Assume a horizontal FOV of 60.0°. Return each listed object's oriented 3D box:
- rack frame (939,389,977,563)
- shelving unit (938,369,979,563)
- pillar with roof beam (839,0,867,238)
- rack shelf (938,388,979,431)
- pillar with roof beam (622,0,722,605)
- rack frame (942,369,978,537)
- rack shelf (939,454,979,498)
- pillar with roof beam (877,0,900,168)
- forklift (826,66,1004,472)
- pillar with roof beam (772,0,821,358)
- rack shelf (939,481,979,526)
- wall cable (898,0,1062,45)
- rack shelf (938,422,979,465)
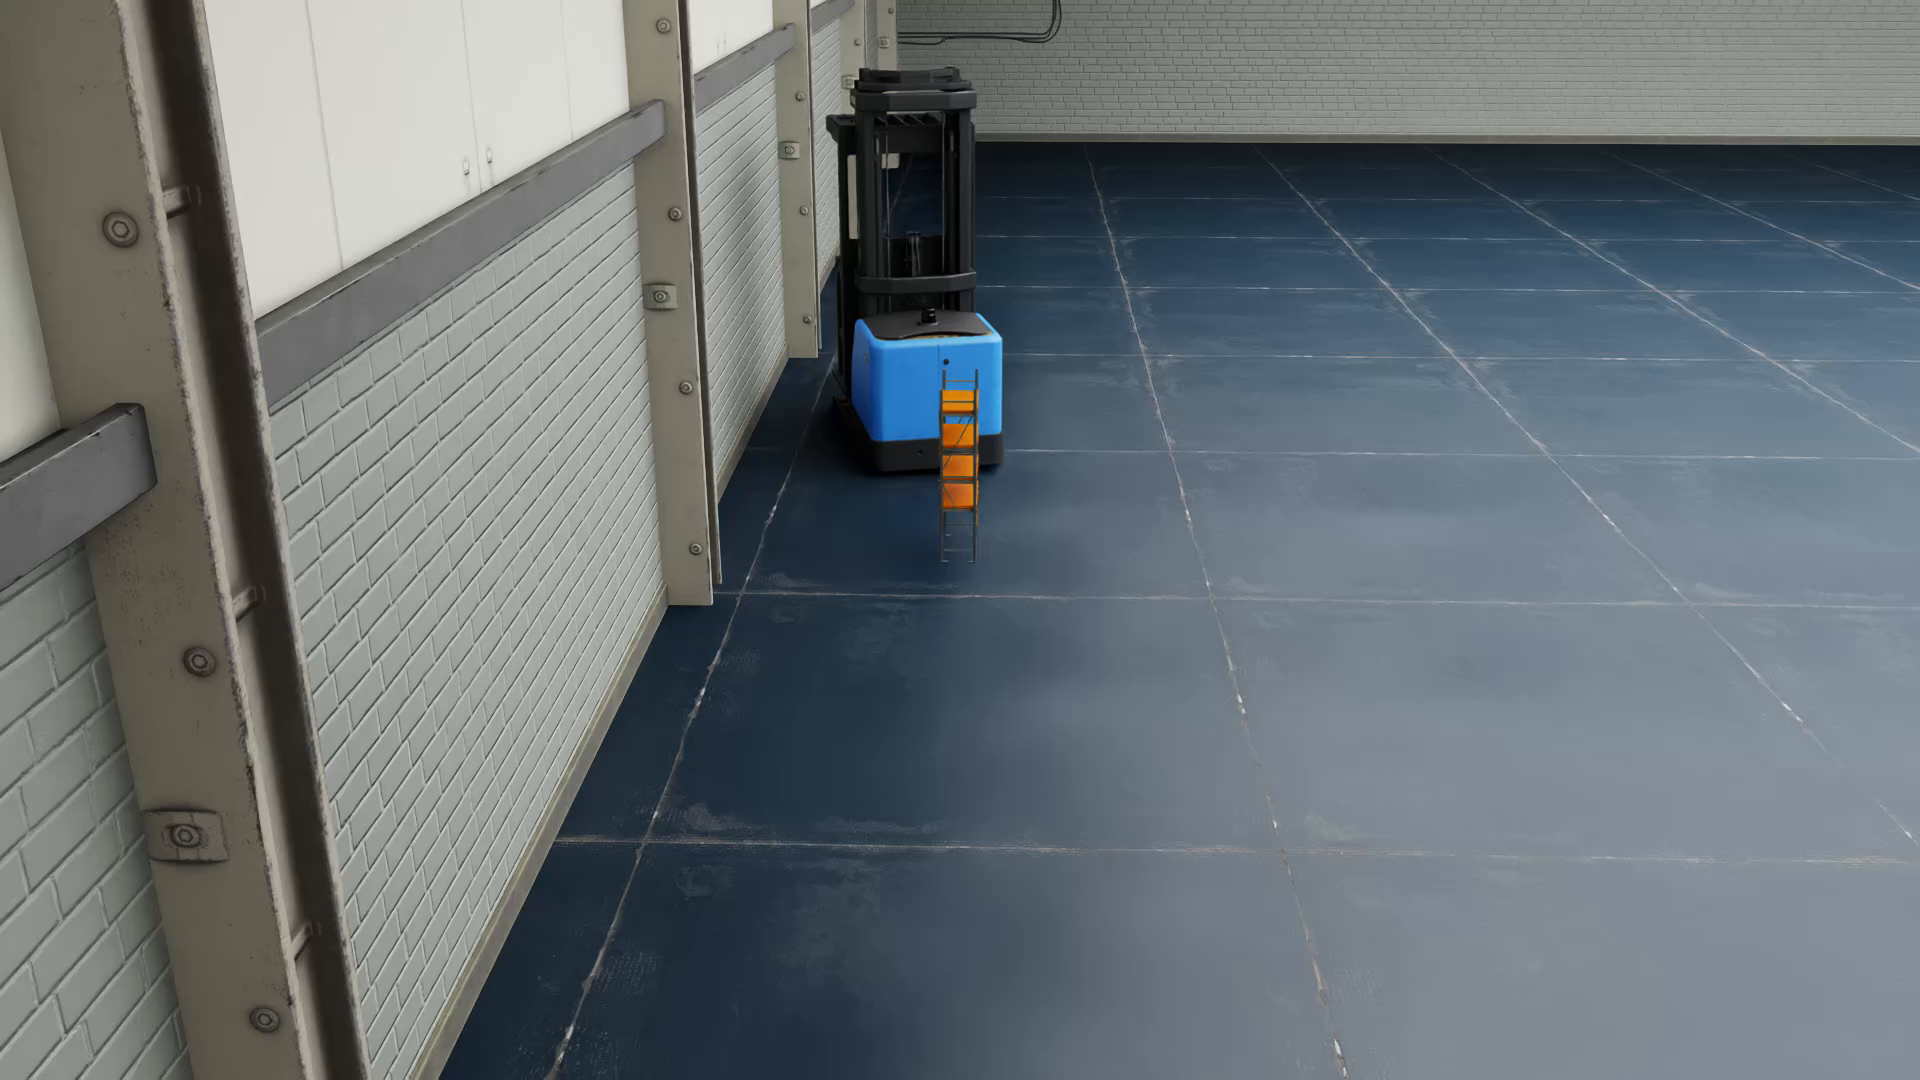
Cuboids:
[{"bbox_3d":[-0.012,-0.411,10.930,0.240,1.200,0.015,1,21,2],"label":"rack frame"},{"bbox_3d":[-0.005,-0.500,11.158,0.258,1.200,0.503,1,21,2],"label":"shelving unit"},{"bbox_3d":[2.956,-8.148,20.090,9.100,9.000,0.400,1,21,2],"label":"pillar with roof beam"},{"bbox_3d":[-0.005,-0.866,11.015,0.258,0.148,0.480,1,21,2],"label":"rack shelf"},{"bbox_3d":[2.591,-3.810,8.907,9.100,9.000,0.400,1,21,2],"label":"pillar with roof beam"},{"bbox_3d":[0.002,-0.588,11.385,0.240,1.200,0.015,1,21,2],"label":"rack frame"},{"bbox_3d":[-0.005,-0.437,11.182,0.258,0.148,0.480,1,21,2],"label":"rack shelf"},{"bbox_3d":[3.139,-10.318,25.681,9.100,9.000,0.400,1,21,2],"label":"pillar with roof beam"},{"bbox_3d":[-0.474,-2.387,13.629,1.130,2.935,3.031,-4,22,-11],"label":"forklift"},{"bbox_3d":[2.774,-5.979,14.499,9.100,9.000,0.400,1,21,2],"label":"pillar with roof beam"},{"bbox_3d":[-0.005,-0.252,11.254,0.258,0.148,0.480,1,21,2],"label":"rack shelf"},{"bbox_3d":[0.247,-9.968,29.072,3.097,2.526,0.112,1,21,2],"label":"wall cable"},{"bbox_3d":[-0.005,-0.645,11.101,0.258,0.148,0.480,1,21,2],"label":"rack shelf"}]
